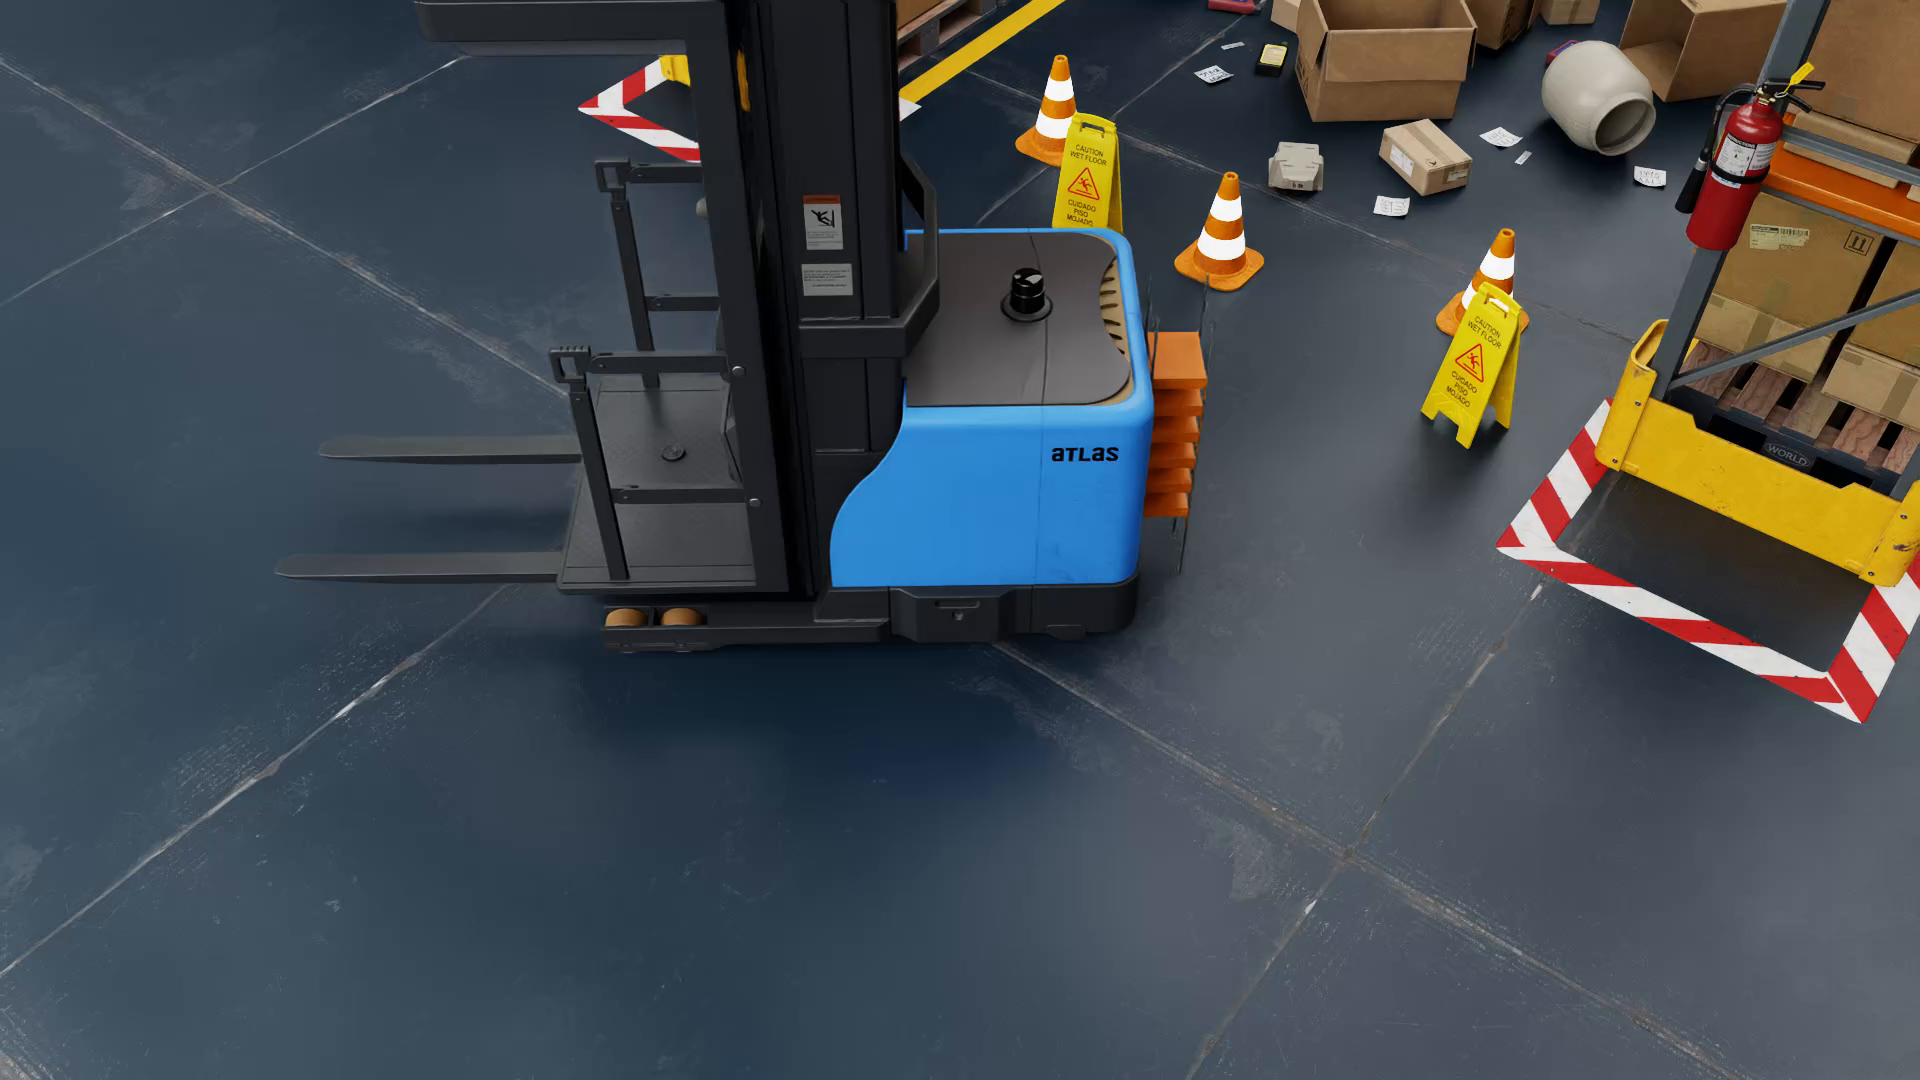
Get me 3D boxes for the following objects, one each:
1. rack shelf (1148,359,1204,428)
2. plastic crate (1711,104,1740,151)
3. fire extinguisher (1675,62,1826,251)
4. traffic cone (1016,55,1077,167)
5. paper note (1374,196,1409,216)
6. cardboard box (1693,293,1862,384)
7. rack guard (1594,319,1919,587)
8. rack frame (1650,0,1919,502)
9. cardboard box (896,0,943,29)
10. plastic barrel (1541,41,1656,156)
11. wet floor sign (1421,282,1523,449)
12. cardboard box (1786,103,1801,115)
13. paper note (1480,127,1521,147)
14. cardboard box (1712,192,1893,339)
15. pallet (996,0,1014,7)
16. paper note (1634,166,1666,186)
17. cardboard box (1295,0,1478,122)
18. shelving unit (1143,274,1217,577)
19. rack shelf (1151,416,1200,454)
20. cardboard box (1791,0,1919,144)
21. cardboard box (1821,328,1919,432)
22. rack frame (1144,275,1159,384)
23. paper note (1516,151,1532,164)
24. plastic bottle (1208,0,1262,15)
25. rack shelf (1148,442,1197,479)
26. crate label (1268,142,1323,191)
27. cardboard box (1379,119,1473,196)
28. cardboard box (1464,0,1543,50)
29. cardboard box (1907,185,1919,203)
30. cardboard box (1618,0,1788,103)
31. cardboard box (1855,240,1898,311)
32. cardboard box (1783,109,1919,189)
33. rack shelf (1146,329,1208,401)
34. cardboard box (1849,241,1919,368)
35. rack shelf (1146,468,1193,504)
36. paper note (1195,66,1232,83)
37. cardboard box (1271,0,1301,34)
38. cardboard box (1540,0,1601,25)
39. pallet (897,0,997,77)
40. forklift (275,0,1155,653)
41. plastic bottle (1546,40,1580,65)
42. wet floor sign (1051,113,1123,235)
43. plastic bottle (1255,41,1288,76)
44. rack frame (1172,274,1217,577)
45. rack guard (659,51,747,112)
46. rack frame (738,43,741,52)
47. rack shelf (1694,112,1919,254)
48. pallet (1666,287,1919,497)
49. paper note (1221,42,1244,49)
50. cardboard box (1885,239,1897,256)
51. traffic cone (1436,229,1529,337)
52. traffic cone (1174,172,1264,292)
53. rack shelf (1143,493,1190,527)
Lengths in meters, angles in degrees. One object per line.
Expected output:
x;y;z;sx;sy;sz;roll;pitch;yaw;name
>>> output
0.717;-0.500;5.627;0.180;0.103;0.258;-1;46;-1;rack shelf
3.838;-1.902;8.011;0.402;0.080;0.583;13;48;12;plastic crate
2.567;-1.269;5.441;0.296;0.674;0.183;29;53;25;fire extinguisher
0.471;-2.087;7.924;0.336;0.463;0.334;29;53;25;traffic cone
2.004;-1.552;7.712;0.148;0.019;0.142;13;48;12;paper note
3.298;-0.948;6.692;0.500;0.250;0.500;29;53;25;cardboard box
3.048;-0.337;6.226;1.175;0.500;0.348;29;53;25;rack guard
3.002;-1.157;5.281;1.000;3.000;0.127;29;53;25;rack frame
-0.615;-3.116;8.331;0.875;0.875;0.875;29;53;25;cardboard box
3.066;-2.118;7.981;0.421;0.421;0.512;-9;47;-8;plastic barrel
2.039;-0.708;6.480;0.232;0.644;0.267;-25;51;-22;wet floor sign
3.128;-1.573;5.852;0.380;0.149;0.250;29;53;25;cardboard box
2.642;-1.968;8.117;0.142;0.019;0.148;-25;51;-22;paper note
3.285;-1.185;6.400;0.500;0.500;0.500;30;53;25;cardboard box
0.196;-3.512;9.459;1.003;0.211;1.213;29;53;25;pallet
3.272;-1.726;7.878;0.142;0.019;0.148;13;48;12;paper note
2.072;-2.419;8.213;0.797;0.503;0.637;-2;46;-2;cardboard box
0.717;-0.365;5.769;0.189;1.200;0.258;-1;46;-1;shelving unit
0.717;-0.417;5.714;0.180;0.103;0.258;-1;46;-1;rack shelf
3.115;-1.727;5.550;0.500;0.500;0.500;28;53;24;cardboard box
3.714;-0.692;6.447;0.500;0.250;0.500;29;53;25;cardboard box
0.625;-0.363;5.767;0.006;1.200;0.240;-1;46;-1;rack frame
2.711;-1.840;8.001;0.032;0.001;0.123;29;53;25;paper note
1.494;-2.902;8.980;0.283;0.061;0.133;13;48;12;plastic bottle
0.717;-0.334;5.801;0.180;0.103;0.258;-1;46;-1;rack shelf
1.589;-1.758;7.835;0.250;0.136;0.298;6;47;5;crate label
2.204;-1.815;7.881;0.250;0.149;0.380;-17;49;-15;cardboard box
2.637;-3.005;8.678;0.797;0.637;0.503;29;53;25;cardboard box
3.373;-1.173;5.470;0.380;0.149;0.250;29;53;25;cardboard box
3.715;-2.572;8.359;0.500;0.500;0.500;-9;47;-8;cardboard box
3.606;-1.227;6.959;0.500;0.250;0.500;29;53;25;cardboard box
3.061;-1.379;5.666;0.380;0.149;0.250;31;54;26;cardboard box
0.717;-0.583;5.540;0.180;0.103;0.258;-1;46;-1;rack shelf
3.728;-0.965;6.189;0.500;0.500;0.500;28;52;24;cardboard box
0.717;-0.251;5.887;0.180;0.103;0.258;-1;46;-1;rack shelf
1.299;-2.384;8.508;0.142;0.017;0.144;-25;51;-22;paper note
1.875;-2.834;8.774;0.258;0.266;0.396;-33;55;-28;cardboard box
3.251;-2.984;8.917;0.258;0.266;0.396;-2;46;-2;cardboard box
-0.550;-2.816;8.795;1.003;0.211;1.213;29;53;25;pallet
-0.897;-1.001;5.180;3.031;2.935;1.130;-1;46;-1;forklift
3.174;-2.522;8.616;0.283;0.061;0.133;-33;55;-28;plastic bottle
0.572;-1.582;7.315;0.267;0.644;0.232;21;50;19;wet floor sign
1.617;-2.499;8.595;0.133;0.061;0.283;13;48;12;plastic bottle
0.808;-0.366;5.770;0.006;1.200;0.240;-1;46;-1;rack frame
-0.992;-2.410;8.207;1.175;0.500;0.348;29;53;25;rack guard
-0.977;-3.288;7.316;1.000;3.000;0.127;29;53;25;rack frame
4.224;-2.053;6.634;1.077;0.370;4.000;29;53;25;rack shelf
3.573;-0.687;6.760;1.003;0.211;1.213;29;53;25;pallet
1.430;-2.592;8.719;0.123;0.001;0.032;-17;49;-15;paper note
3.601;-1.485;6.687;0.500;0.500;0.500;31;54;26;cardboard box
2.244;-1.097;6.978;0.336;0.463;0.334;29;53;25;traffic cone
1.157;-1.393;7.261;0.336;0.463;0.334;29;53;25;traffic cone
0.717;-0.168;5.974;0.180;0.103;0.258;-1;46;-1;rack shelf
